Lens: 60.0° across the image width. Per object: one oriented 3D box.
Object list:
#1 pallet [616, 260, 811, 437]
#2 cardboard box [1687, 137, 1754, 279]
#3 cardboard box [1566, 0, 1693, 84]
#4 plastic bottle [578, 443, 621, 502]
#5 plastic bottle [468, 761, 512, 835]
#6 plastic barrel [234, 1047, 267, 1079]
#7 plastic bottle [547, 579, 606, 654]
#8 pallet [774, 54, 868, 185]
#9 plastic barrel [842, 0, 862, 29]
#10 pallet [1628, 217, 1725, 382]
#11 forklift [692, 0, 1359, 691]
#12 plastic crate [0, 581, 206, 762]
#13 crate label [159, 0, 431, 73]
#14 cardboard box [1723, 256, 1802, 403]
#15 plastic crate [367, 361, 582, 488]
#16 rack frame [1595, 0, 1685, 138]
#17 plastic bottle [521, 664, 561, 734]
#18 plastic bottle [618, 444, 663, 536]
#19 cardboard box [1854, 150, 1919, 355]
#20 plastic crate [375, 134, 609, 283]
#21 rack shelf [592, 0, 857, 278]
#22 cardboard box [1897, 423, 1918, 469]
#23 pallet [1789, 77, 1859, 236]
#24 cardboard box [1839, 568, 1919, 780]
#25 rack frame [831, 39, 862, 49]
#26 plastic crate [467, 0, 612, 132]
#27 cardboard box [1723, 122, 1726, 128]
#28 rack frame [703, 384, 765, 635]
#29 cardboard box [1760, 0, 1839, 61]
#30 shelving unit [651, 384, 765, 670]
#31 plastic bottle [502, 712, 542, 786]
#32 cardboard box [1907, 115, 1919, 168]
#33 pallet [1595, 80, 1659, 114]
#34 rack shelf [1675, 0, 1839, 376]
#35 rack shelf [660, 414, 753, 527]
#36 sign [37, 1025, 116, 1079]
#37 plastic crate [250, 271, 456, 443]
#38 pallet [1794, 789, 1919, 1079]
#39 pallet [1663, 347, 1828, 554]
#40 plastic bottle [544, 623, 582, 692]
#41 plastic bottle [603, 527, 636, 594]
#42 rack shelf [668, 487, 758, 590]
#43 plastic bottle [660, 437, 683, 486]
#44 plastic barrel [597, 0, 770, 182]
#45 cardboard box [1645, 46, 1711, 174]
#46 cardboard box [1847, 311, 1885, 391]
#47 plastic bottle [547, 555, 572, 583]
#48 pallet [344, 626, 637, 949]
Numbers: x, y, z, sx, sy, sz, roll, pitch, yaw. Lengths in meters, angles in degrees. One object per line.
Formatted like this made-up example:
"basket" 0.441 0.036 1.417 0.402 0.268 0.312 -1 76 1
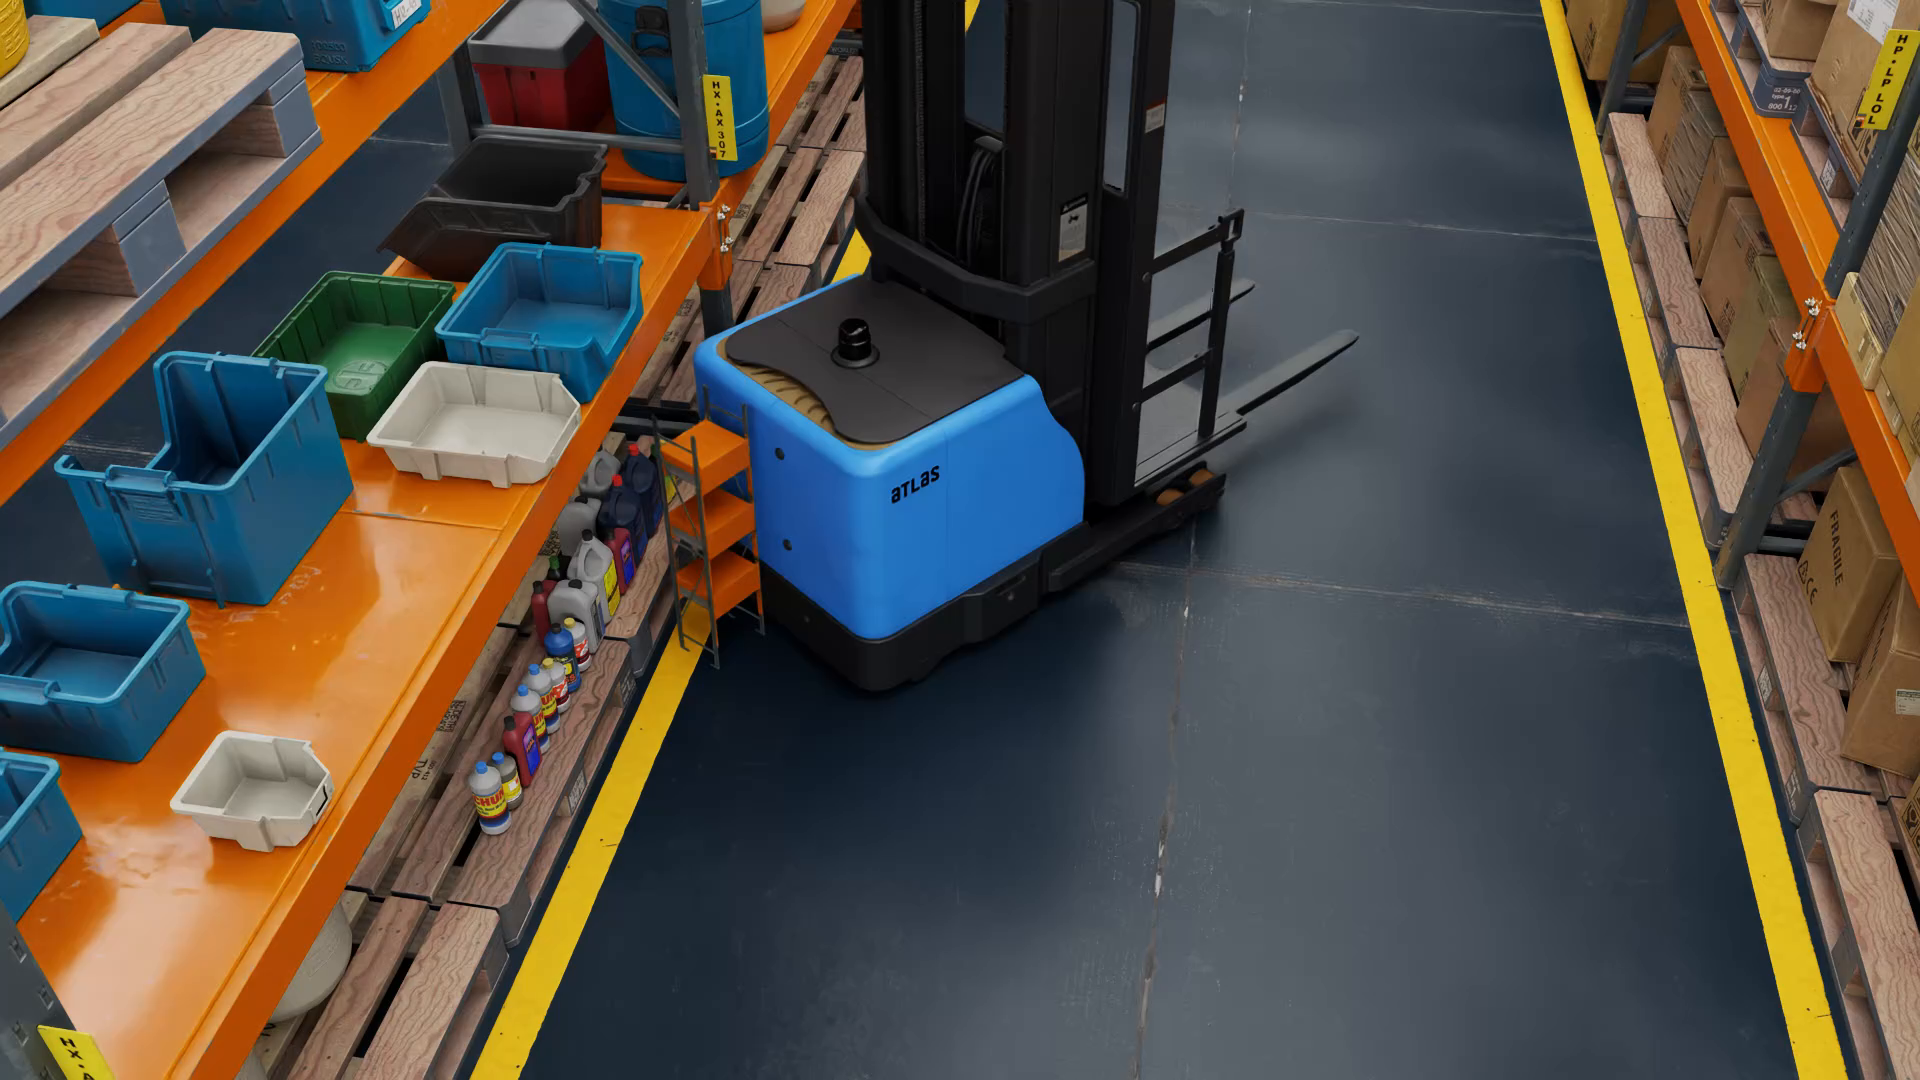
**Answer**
"pallet" -1.311 -0.911 7.687 1.003 0.211 1.213 6 40 8
"cardboard box" 3.890 -1.531 7.864 0.700 0.500 0.500 10 41 11
"cardboard box" 4.301 -3.227 9.637 1.225 0.875 0.875 5 40 6
"plastic bottle" -1.379 -0.218 6.393 0.144 0.351 0.185 6 40 8
"plastic bottle" -1.481 0.800 5.224 0.097 0.271 0.097 0 40 0
"plastic barrel" -2.063 1.397 4.329 0.421 0.512 0.421 0 40 0
"plastic bottle" -1.358 0.252 5.884 0.152 0.276 0.135 7 40 8
"pallet" -0.889 -2.443 9.539 1.003 0.211 1.213 6 40 8
"plastic barrel" -0.649 -3.634 10.165 0.600 0.830 0.708 6 40 8
"pallet" 3.811 -1.125 7.945 1.003 0.211 1.213 6 40 8
"forklift" 0.462 -1.397 6.140 3.031 2.935 1.130 -30 48 -31
"plastic crate" -2.191 0.325 4.120 0.499 0.251 0.408 6 40 8
"crate label" -1.452 -1.216 3.629 0.502 0.251 0.408 6 40 8
"cardboard box" 3.698 -0.829 7.015 0.700 0.500 0.500 6 40 7
"plastic crate" -1.441 -0.340 5.015 0.530 0.136 0.437 6 40 8
"rack frame" 4.161 -3.453 8.573 1.000 3.000 0.127 6 40 8
"plastic bottle" -1.404 0.522 5.561 0.097 0.271 0.097 0 40 0
"plastic bottle" -1.237 -0.202 6.373 0.144 0.351 0.185 5 40 6
"cardboard box" 3.330 -0.820 5.076 0.875 0.500 0.500 6 40 8
"plastic crate" -1.625 -1.151 5.836 0.767 0.338 0.504 6 40 8
"rack shelf" -1.063 -2.467 7.944 1.077 0.370 4.000 6 40 8
"cardboard box" 3.030 -0.271 4.921 0.380 0.149 0.250 6 40 8
"pallet" 3.745 -1.333 6.158 1.003 0.211 1.213 6 40 8
"cardboard box" 3.269 0.466 5.465 0.500 0.500 0.500 19 43 21
"rack frame" -0.717 -3.999 9.233 1.000 3.000 0.127 6 40 8
"plastic crate" -1.627 -1.851 6.585 0.402 0.464 0.583 6 40 8
"cardboard box" 3.993 -2.191 8.073 0.500 0.250 0.500 11 41 13
"rack frame" -0.815 -0.088 6.033 0.200 1.050 0.008 26 45 28
"cardboard box" 3.678 -2.243 6.698 0.797 0.503 0.637 10 41 12
"shelving unit" -0.890 -0.029 5.957 0.215 1.050 0.252 26 45 28
"plastic bottle" -1.423 0.655 5.390 0.061 0.283 0.133 7 40 8
"cardboard box" 3.141 -1.227 4.783 0.500 0.500 0.500 6 40 8
"pallet" 4.372 -2.865 10.050 1.003 0.211 1.213 6 40 8
"rack shelf" 3.815 -1.921 7.284 1.077 0.370 4.000 6 40 8
"rack shelf" -0.886 -0.242 5.786 0.215 0.259 0.240 26 45 28
"sign" -1.560 0.978 2.996 0.100 0.325 0.005 6 40 8
"plastic crate" -1.922 -0.587 5.272 0.450 0.188 0.662 6 40 8
"pallet" 3.179 1.325 4.982 1.003 0.211 1.213 6 40 8
"pallet" 3.602 -0.357 7.016 1.003 0.211 1.213 6 40 8
"plastic bottle" -1.369 0.395 5.714 0.097 0.271 0.097 0 40 0
"plastic bottle" -1.257 0.052 6.120 0.061 0.283 0.133 9 40 11
"rack shelf" -0.890 -0.021 5.964 0.215 0.259 0.240 26 45 28
"plastic bottle" -1.165 -0.318 6.631 0.097 0.201 0.097 0 40 0
"plastic barrel" -1.044 -1.891 6.290 0.600 0.901 0.708 6 40 8
"cardboard box" 4.065 -2.237 8.718 0.700 0.500 0.500 4 40 5
"cardboard box" 3.080 -0.589 5.305 0.380 0.149 0.250 6 40 8
"plastic bottle" -1.431 0.152 5.998 0.061 0.283 0.133 6 40 8
"pallet" -1.775 0.770 5.652 1.003 0.211 1.213 6 40 8
